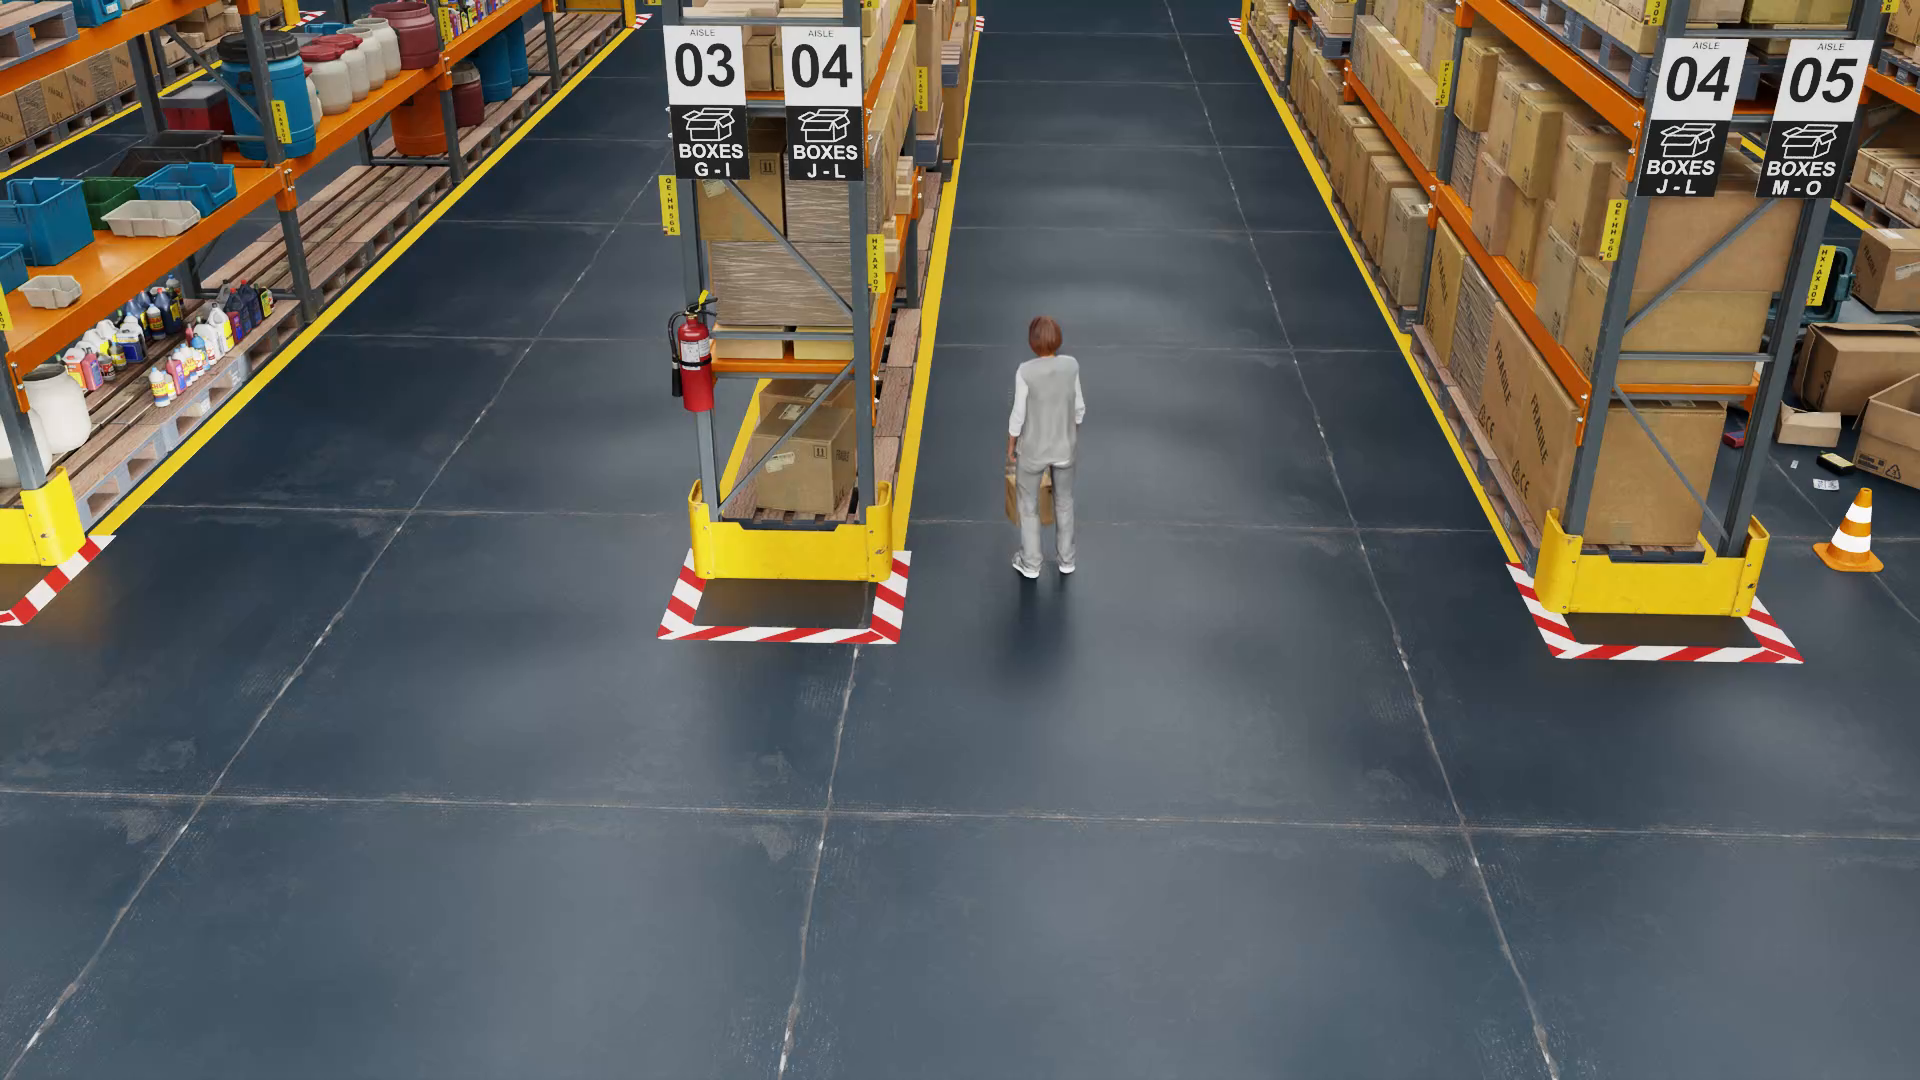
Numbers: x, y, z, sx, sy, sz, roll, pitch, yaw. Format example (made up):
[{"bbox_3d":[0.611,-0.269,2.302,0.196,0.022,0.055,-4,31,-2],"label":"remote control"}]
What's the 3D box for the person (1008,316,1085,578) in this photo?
[{"bbox_3d":[0.494,-0.520,9.593,0.455,1.596,0.341,-8,29,-14],"label":"person"}]
